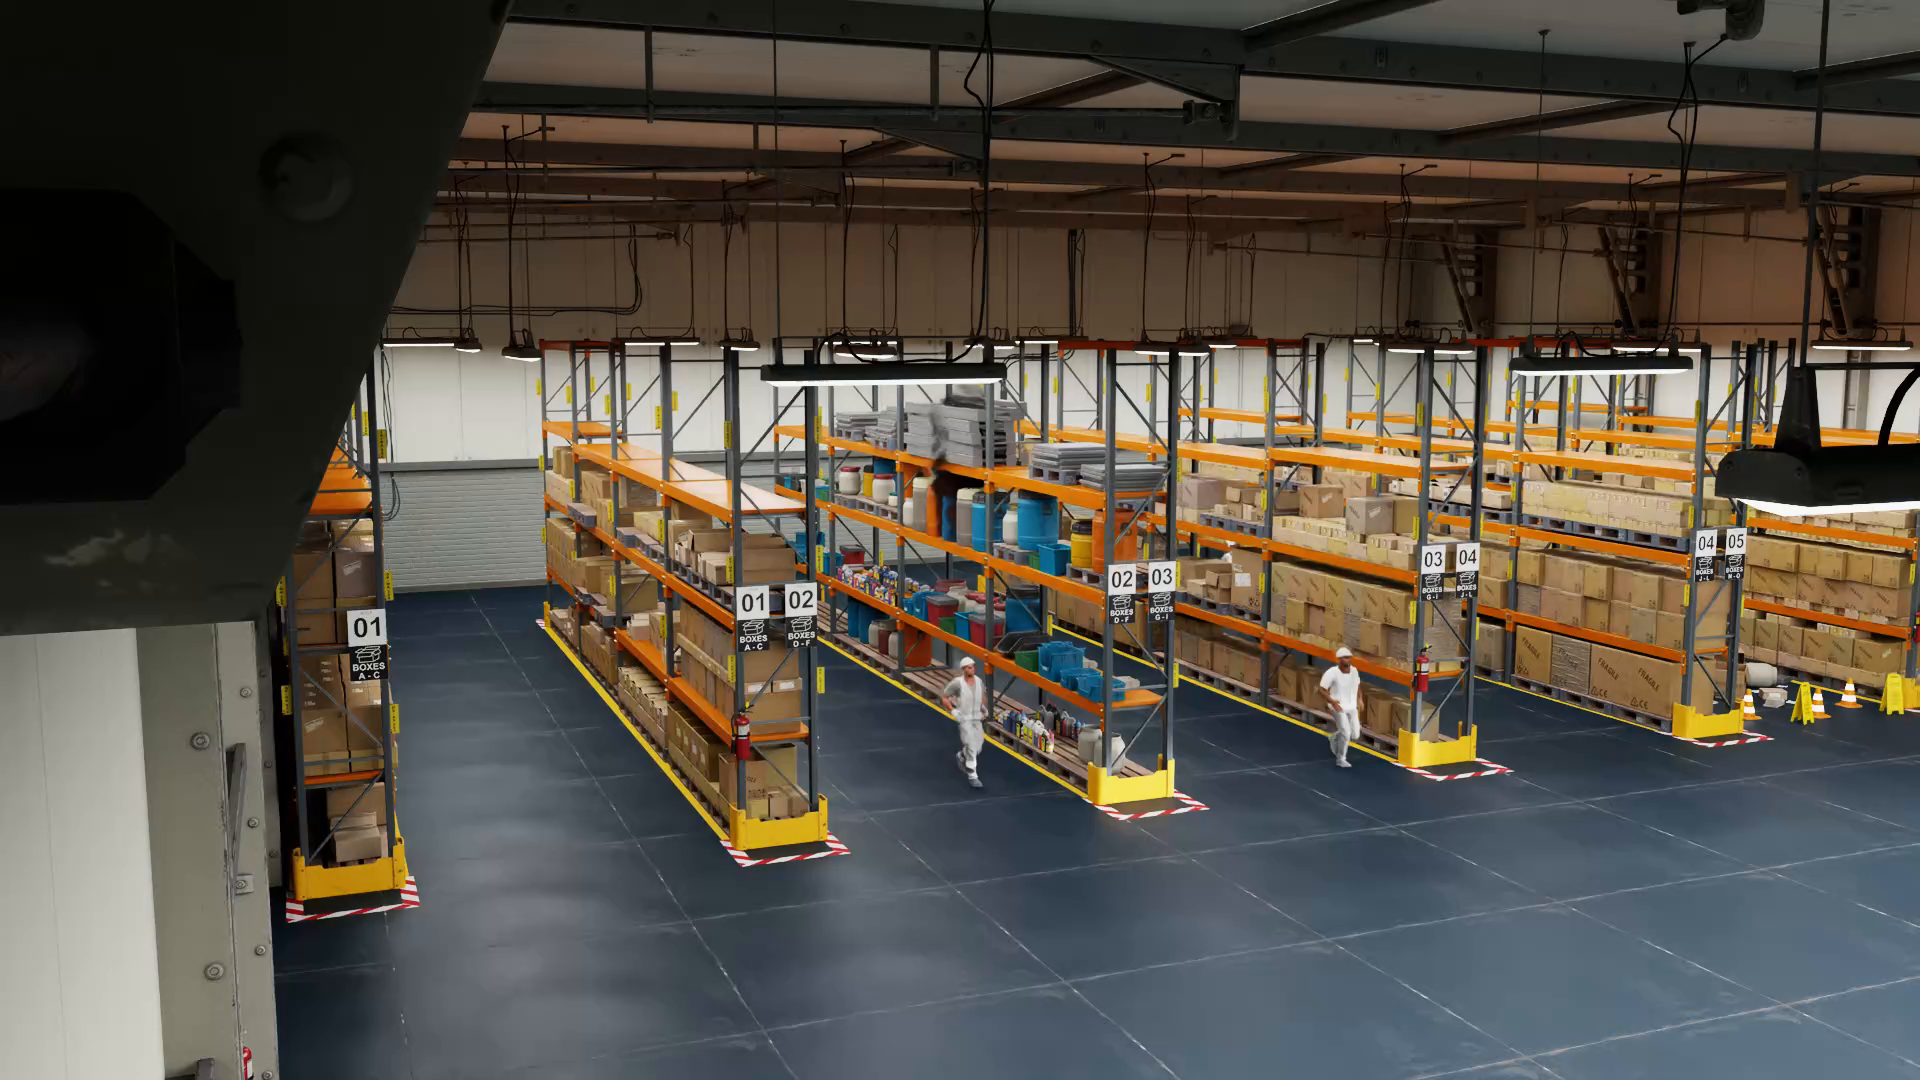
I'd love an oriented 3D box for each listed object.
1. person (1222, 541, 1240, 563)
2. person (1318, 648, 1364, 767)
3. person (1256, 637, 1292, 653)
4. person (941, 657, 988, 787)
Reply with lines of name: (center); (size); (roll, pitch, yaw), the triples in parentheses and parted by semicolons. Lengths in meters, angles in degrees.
person: (5.780, 0.861, 35.254); (0.667, 1.773, 0.965); (-3, 8, -21)
person: (5.456, 2.382, 23.846); (0.726, 1.717, 0.612); (-3, 8, -25)
person: (6.112, 1.309, 32.281); (0.624, 1.677, 0.874); (-4, 9, -30)
person: (0.078, 2.481, 22.949); (0.667, 1.767, 0.741); (-5, 9, -33)
